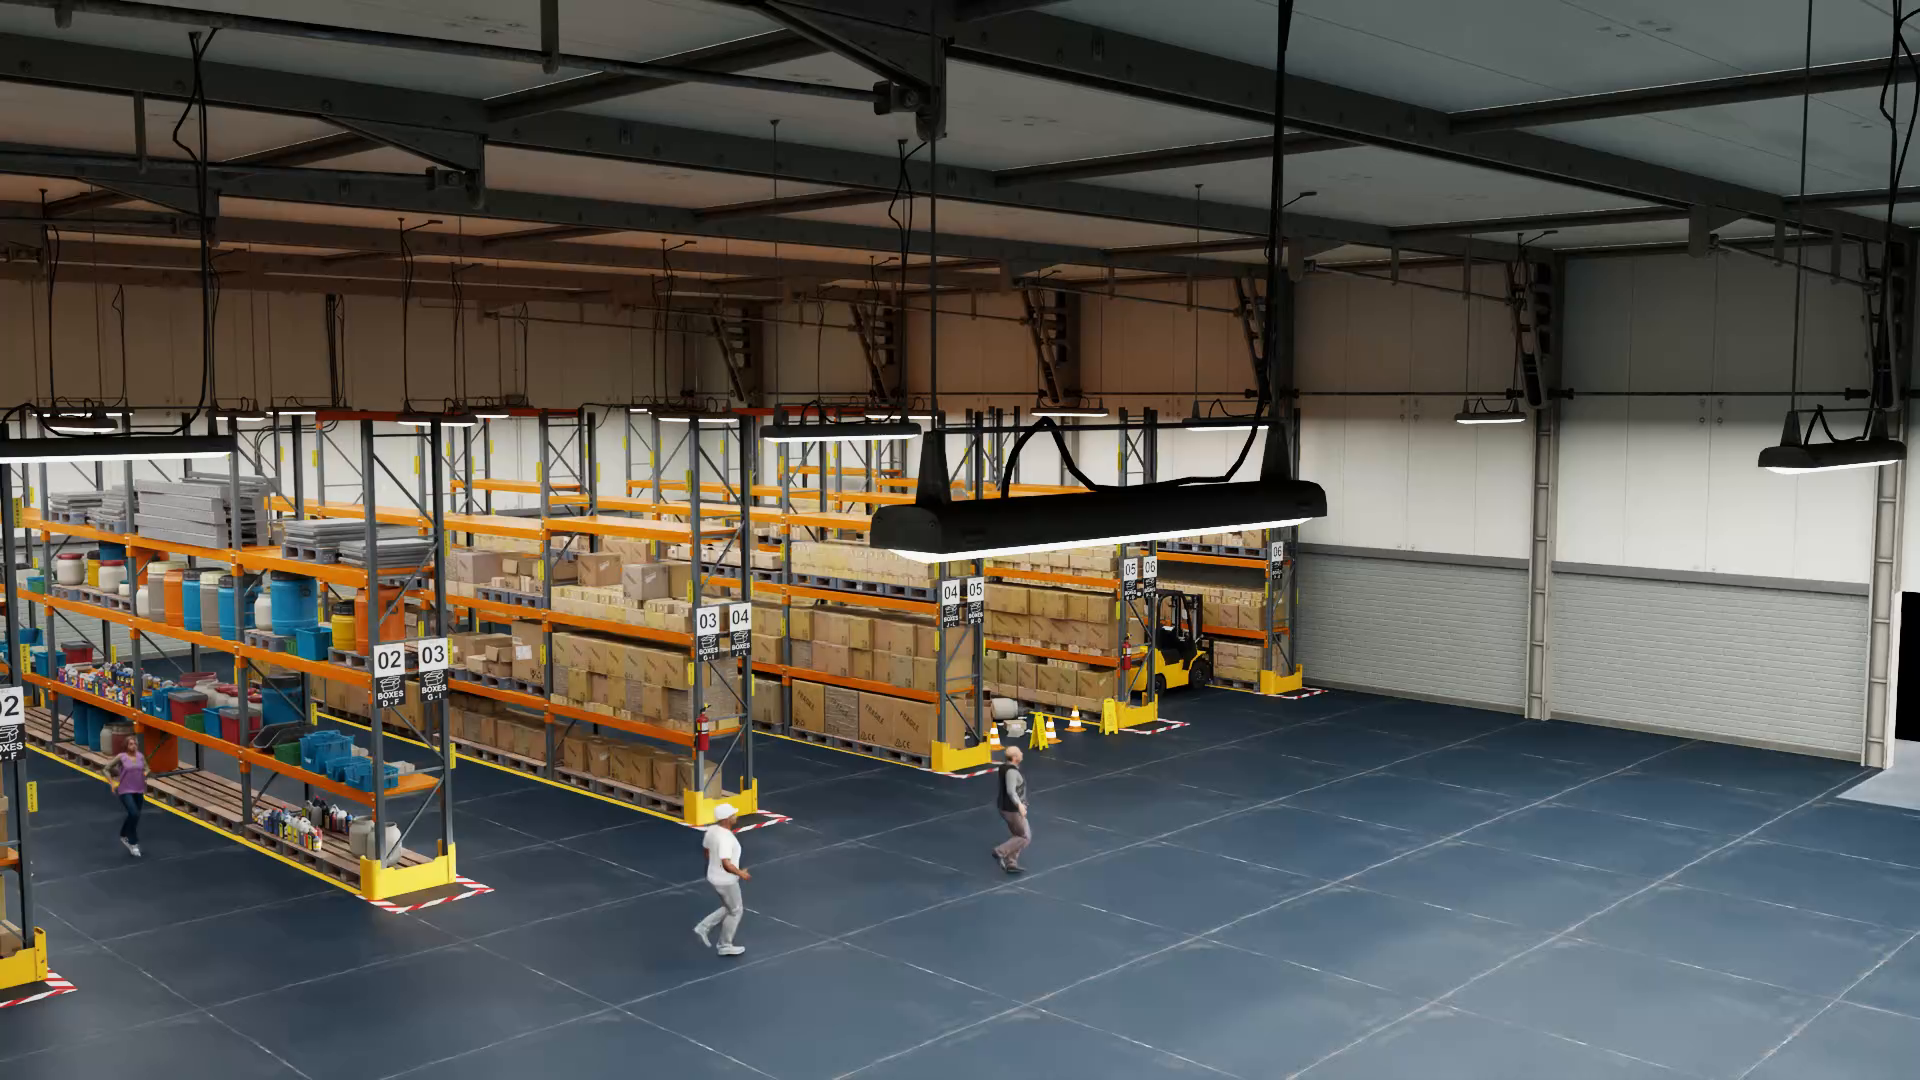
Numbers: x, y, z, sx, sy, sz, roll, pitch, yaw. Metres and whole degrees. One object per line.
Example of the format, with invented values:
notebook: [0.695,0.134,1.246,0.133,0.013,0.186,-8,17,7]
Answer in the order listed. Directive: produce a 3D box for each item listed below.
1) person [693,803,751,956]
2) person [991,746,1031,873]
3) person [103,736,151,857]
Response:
person: [-2.680,3.814,18.659,0.581,1.728,0.720,-2,6,-24]
person: [0.660,3.555,21.927,0.569,1.695,0.678,-1,5,-16]
person: [-11.404,3.507,22.871,0.710,1.644,0.503,3,6,30]
